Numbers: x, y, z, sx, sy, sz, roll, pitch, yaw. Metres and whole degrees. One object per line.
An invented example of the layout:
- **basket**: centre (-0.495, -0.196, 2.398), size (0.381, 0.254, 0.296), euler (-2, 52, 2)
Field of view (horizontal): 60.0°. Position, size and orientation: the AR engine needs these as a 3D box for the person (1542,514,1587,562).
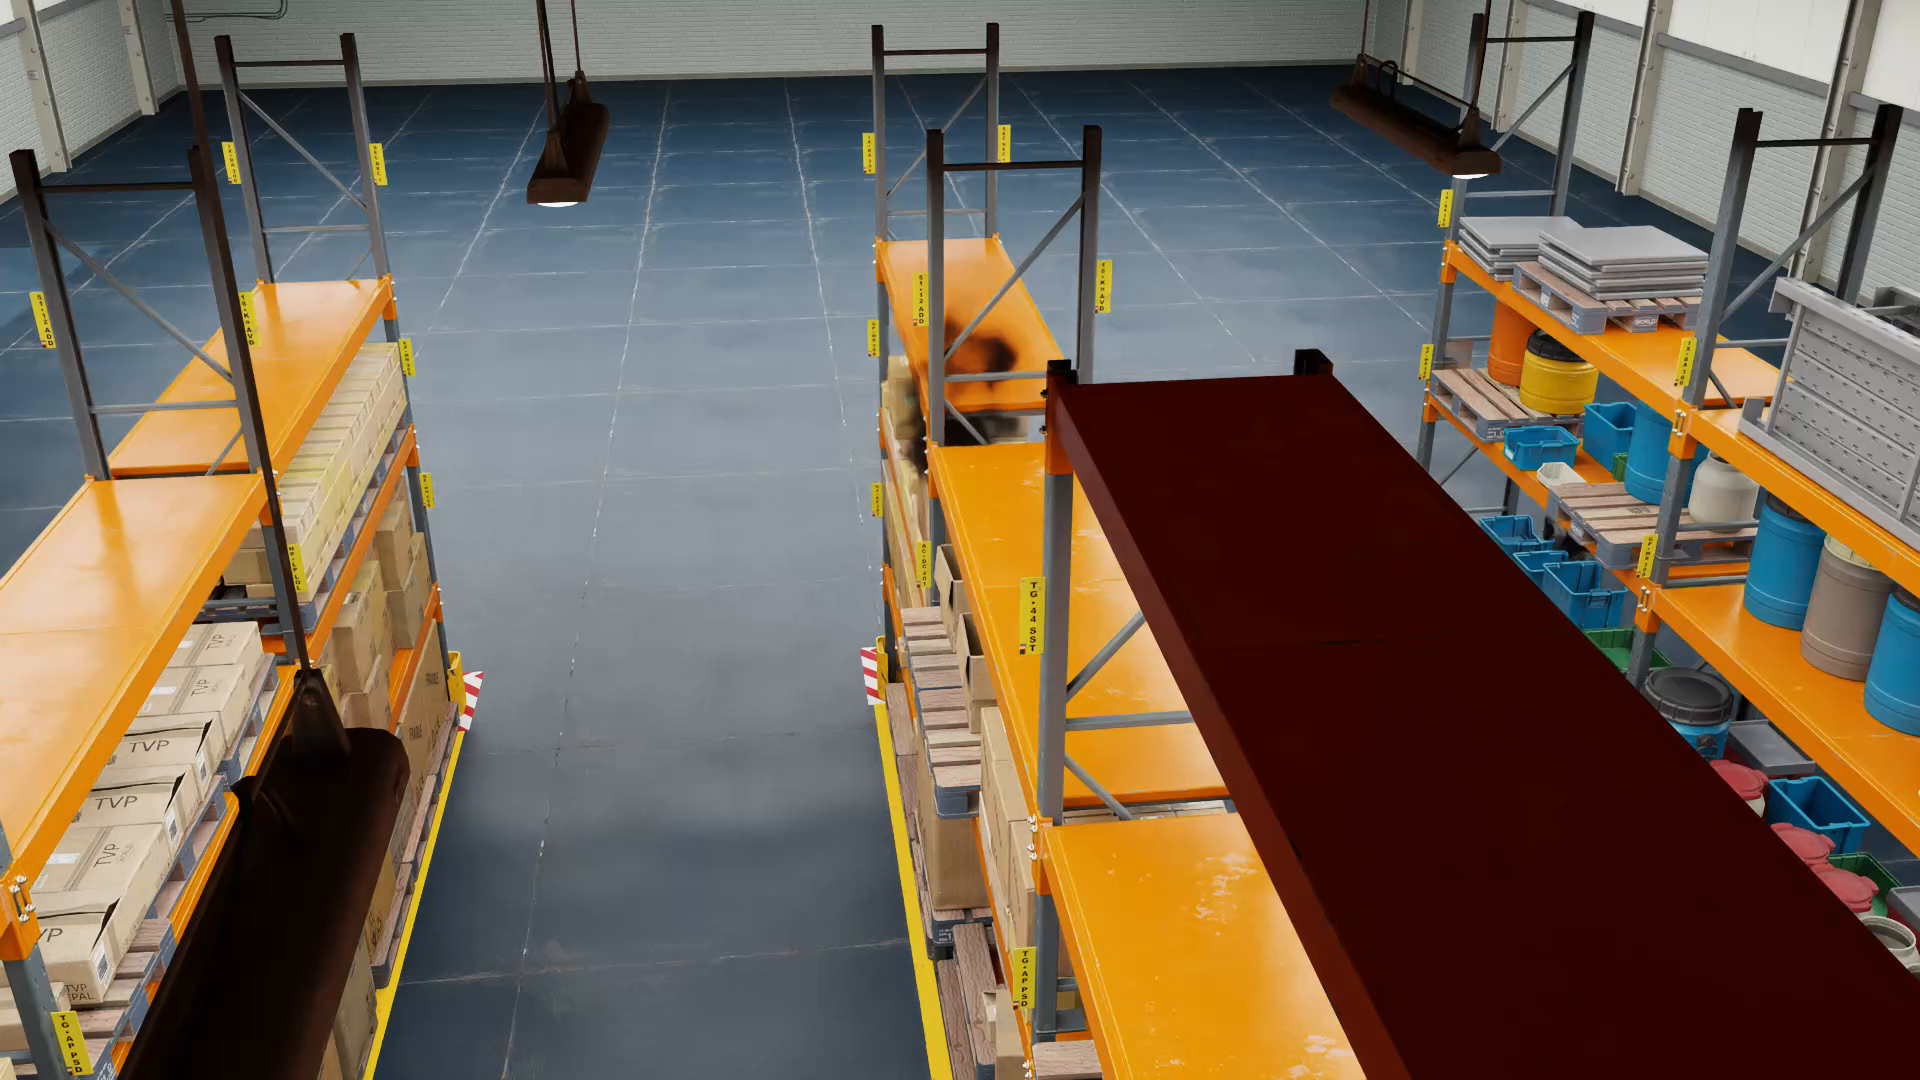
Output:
- **person**: centre (5.896, 0.136, 16.275), size (0.733, 1.748, 0.754), euler (-13, 28, -25)
